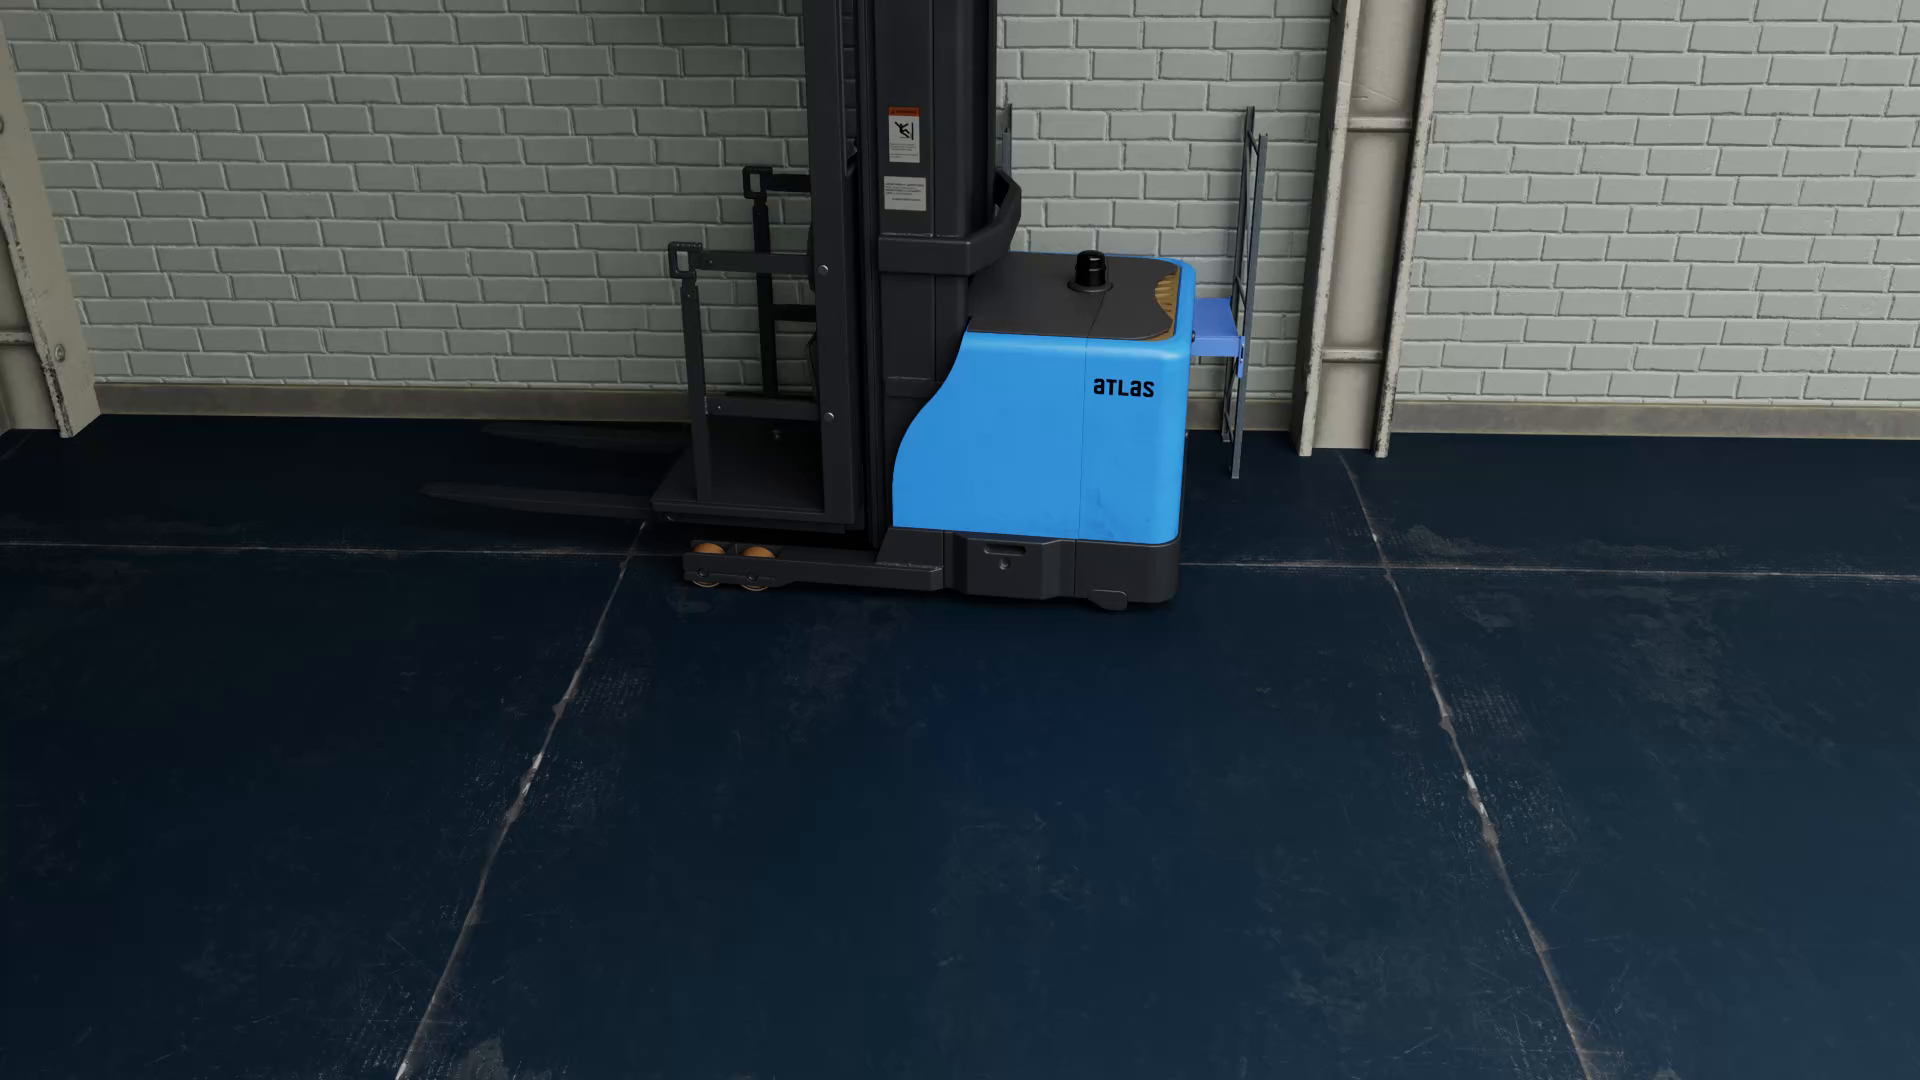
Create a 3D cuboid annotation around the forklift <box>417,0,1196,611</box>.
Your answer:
[{"bbox_3d":[-0.622,-1.339,6.146,3.031,2.935,1.130,4,28,8],"label":"forklift"}]

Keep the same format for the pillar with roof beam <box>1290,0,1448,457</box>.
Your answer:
[{"bbox_3d":[1.571,-2.408,1.684,0.400,9.000,9.100,1,28,2],"label":"pillar with roof beam"}]

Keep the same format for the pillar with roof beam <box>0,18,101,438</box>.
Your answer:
[{"bbox_3d":[-4.426,-2.507,1.871,0.400,9.000,9.100,1,28,2],"label":"pillar with roof beam"}]

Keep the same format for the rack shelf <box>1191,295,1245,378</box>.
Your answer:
[{"bbox_3d":[0.702,-0.897,7.224,1.000,0.185,0.538,1,28,2],"label":"rack shelf"}]

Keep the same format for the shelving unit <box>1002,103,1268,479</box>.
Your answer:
[{"bbox_3d":[0.702,-1.056,7.140,1.048,1.500,0.538,1,28,2],"label":"shelving unit"}]

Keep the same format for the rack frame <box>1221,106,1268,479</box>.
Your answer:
[{"bbox_3d":[1.210,-1.045,7.119,0.032,1.500,0.500,1,28,2],"label":"rack frame"}]

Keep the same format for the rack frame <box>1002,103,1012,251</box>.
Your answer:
[{"bbox_3d":[0.195,-1.066,7.160,0.032,1.500,0.500,1,28,2],"label":"rack frame"}]
